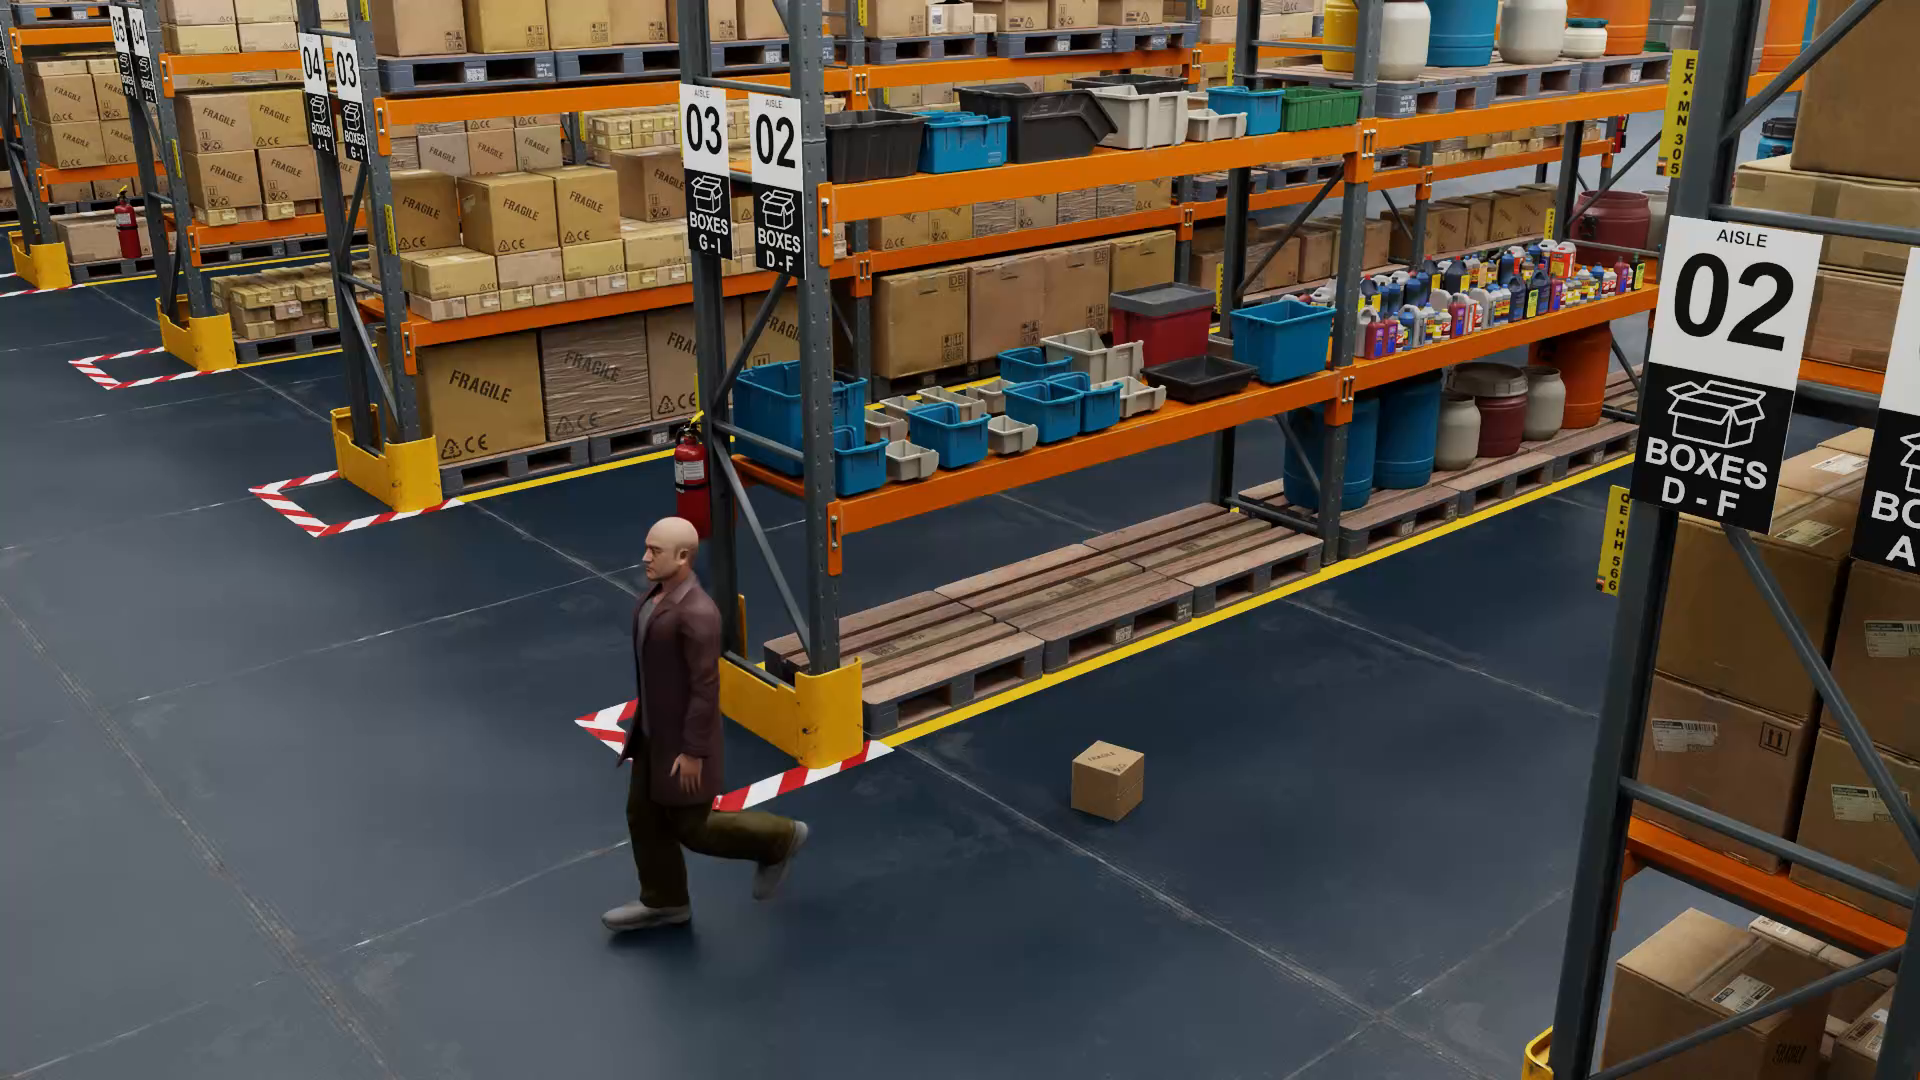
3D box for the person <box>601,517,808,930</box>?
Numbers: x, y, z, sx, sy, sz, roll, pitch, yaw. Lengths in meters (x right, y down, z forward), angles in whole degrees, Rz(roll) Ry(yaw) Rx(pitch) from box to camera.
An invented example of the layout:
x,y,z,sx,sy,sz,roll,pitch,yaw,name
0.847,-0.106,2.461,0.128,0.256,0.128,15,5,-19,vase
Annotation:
x,y,z,sx,sy,sz,roll,pitch,yaw,name
-1.062,0.758,6.678,0.860,1.711,0.602,-11,23,-27,person
